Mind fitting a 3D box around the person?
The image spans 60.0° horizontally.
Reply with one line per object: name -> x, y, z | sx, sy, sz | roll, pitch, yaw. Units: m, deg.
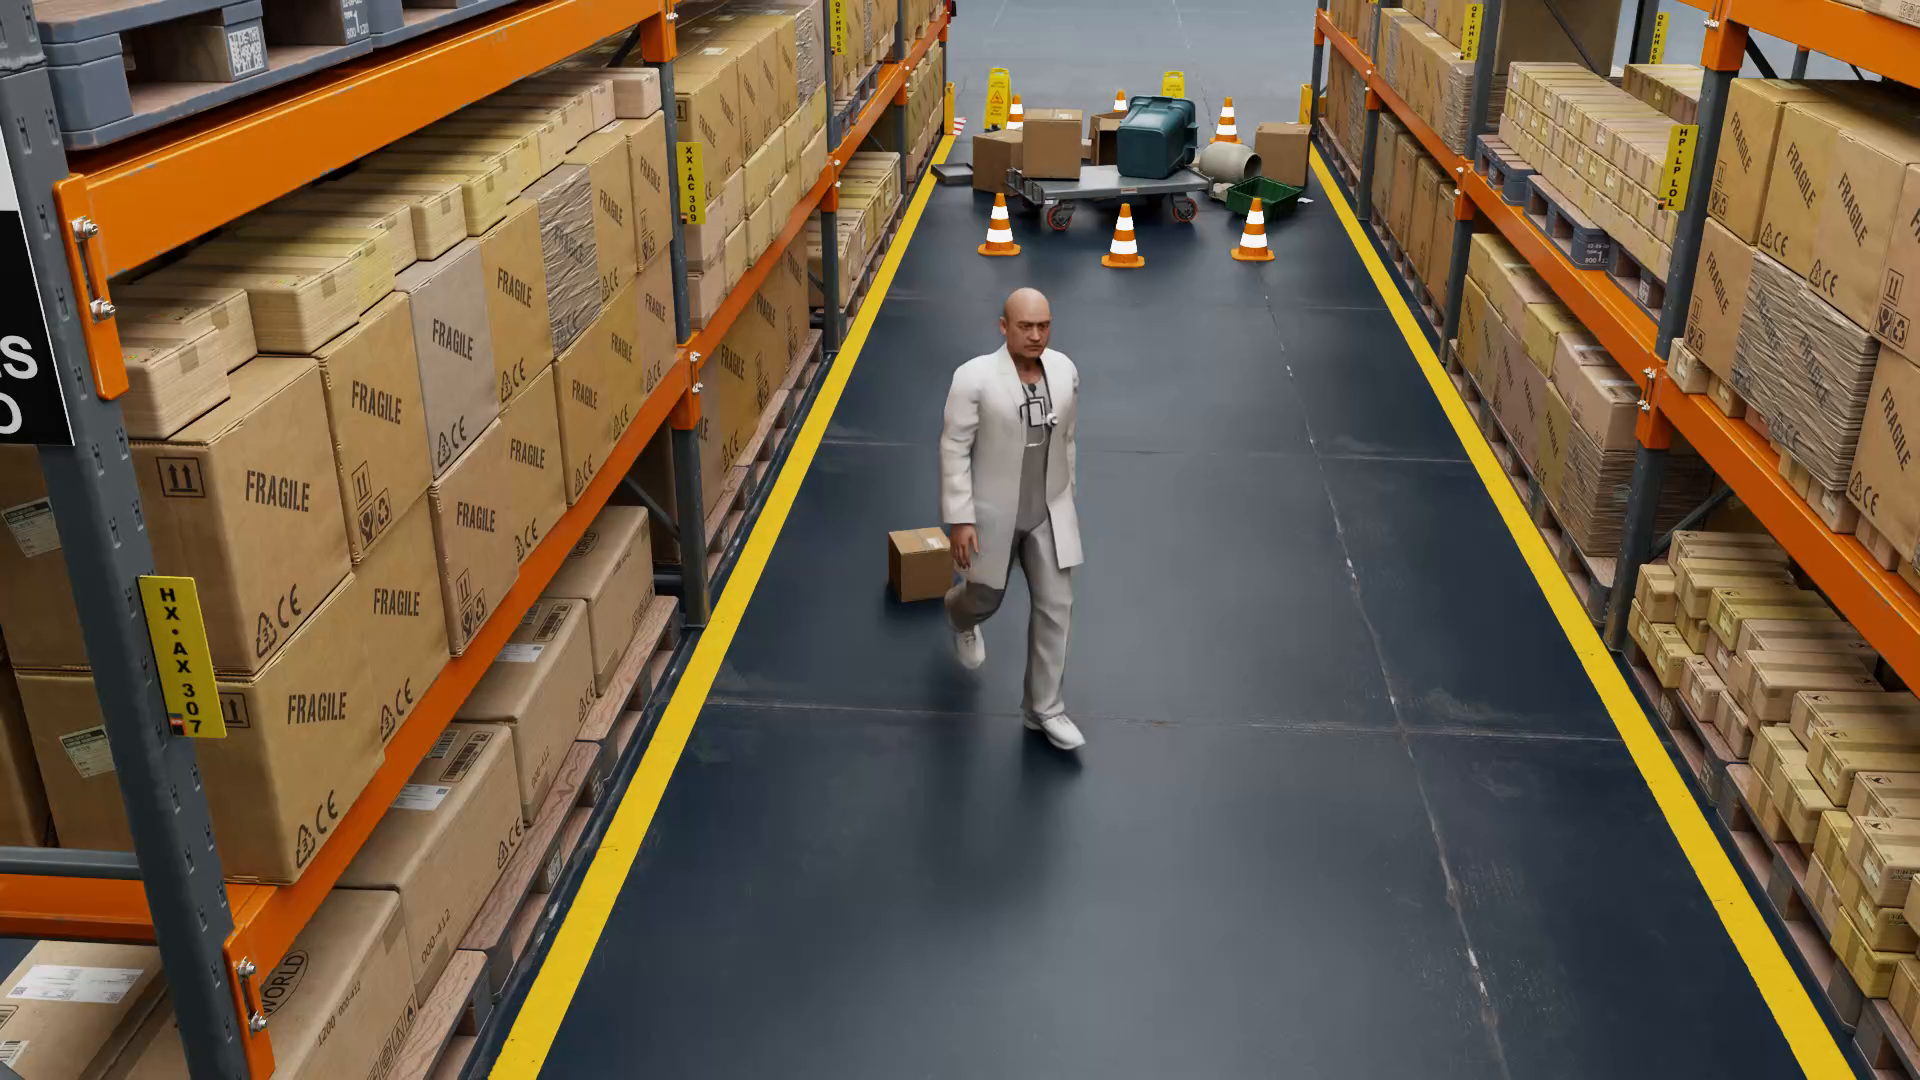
person -> 0.182, -0.135, 6.417 | 0.604, 1.743, 1.036 | -9, 26, -19
